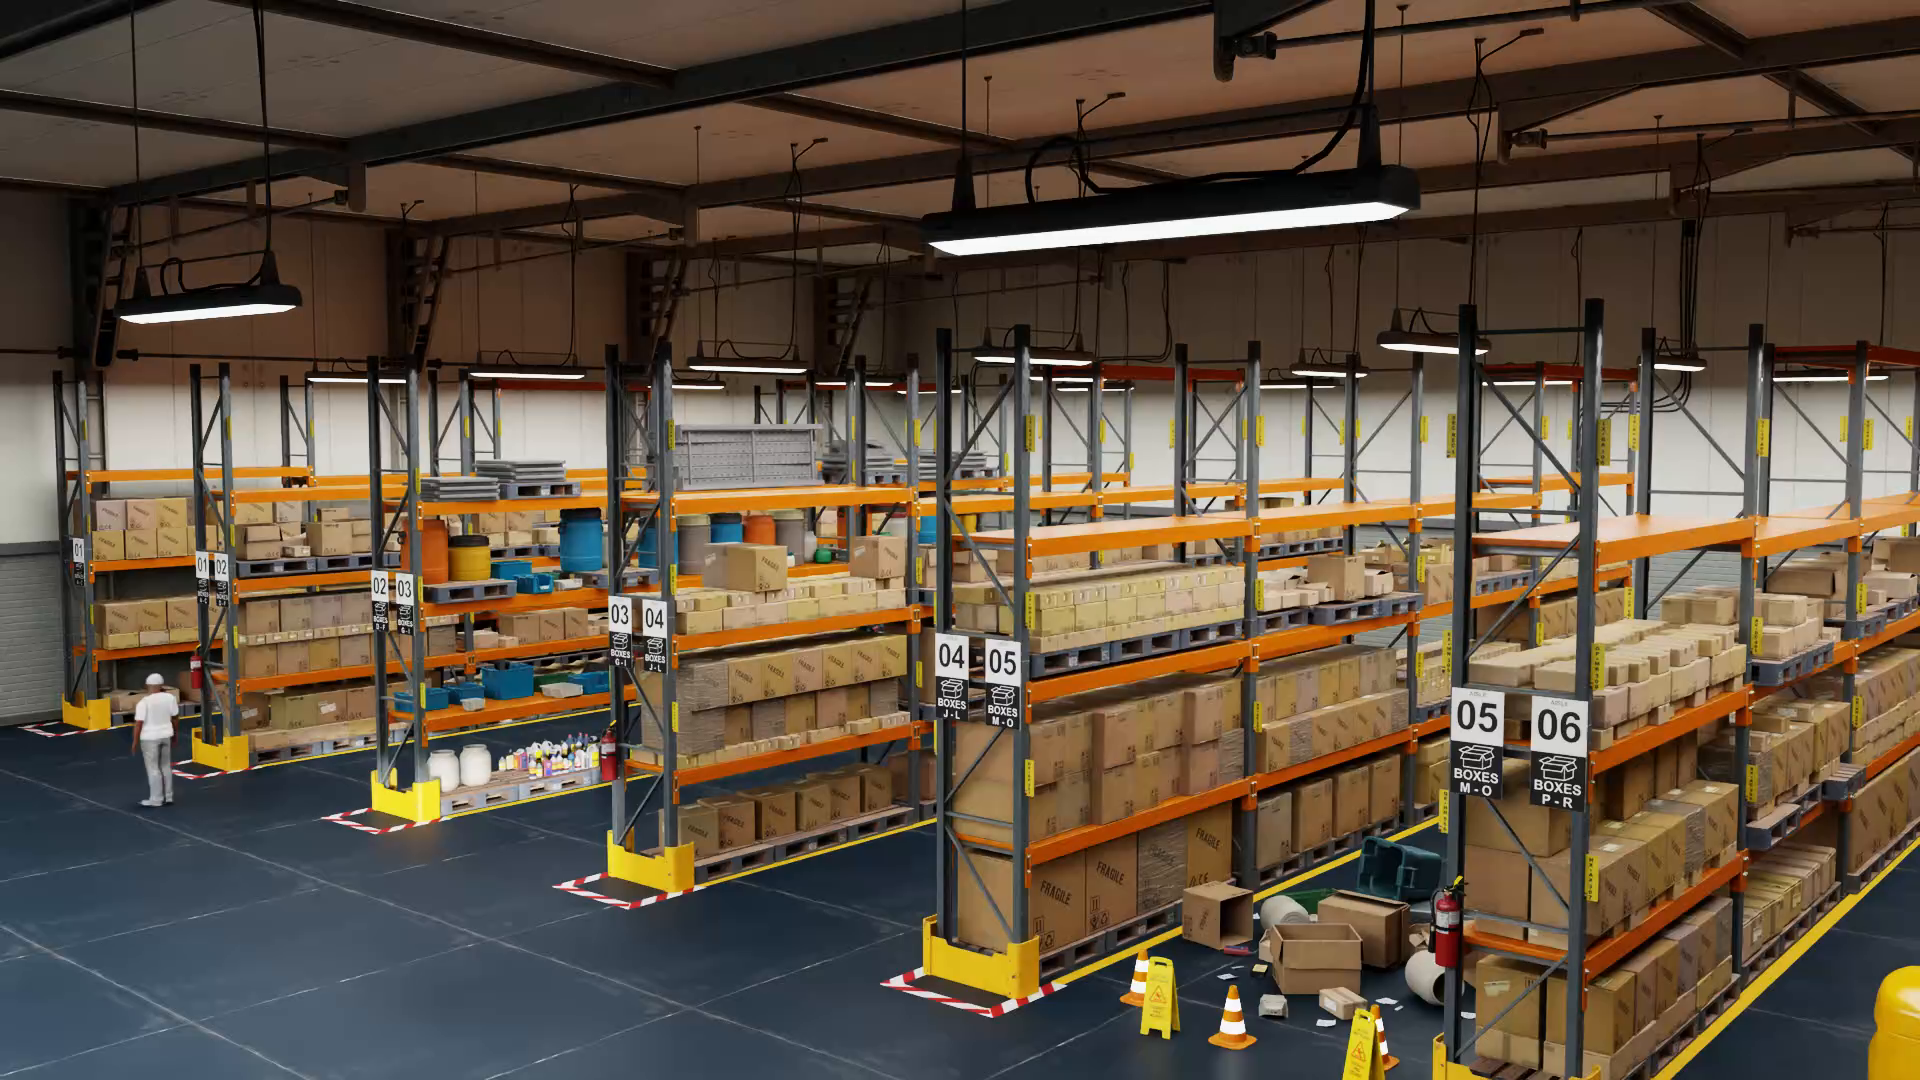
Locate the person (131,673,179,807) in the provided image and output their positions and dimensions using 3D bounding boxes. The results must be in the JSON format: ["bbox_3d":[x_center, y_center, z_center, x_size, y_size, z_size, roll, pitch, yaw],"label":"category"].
[{"bbox_3d":[-10.772,2.684,22.280,0.374,1.801,0.703,2,5,27],"label":"person"}]

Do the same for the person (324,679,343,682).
[{"bbox_3d":[-11.110,2.155,29.507,0.639,1.771,0.406,-3,5,-32],"label":"person"}]
